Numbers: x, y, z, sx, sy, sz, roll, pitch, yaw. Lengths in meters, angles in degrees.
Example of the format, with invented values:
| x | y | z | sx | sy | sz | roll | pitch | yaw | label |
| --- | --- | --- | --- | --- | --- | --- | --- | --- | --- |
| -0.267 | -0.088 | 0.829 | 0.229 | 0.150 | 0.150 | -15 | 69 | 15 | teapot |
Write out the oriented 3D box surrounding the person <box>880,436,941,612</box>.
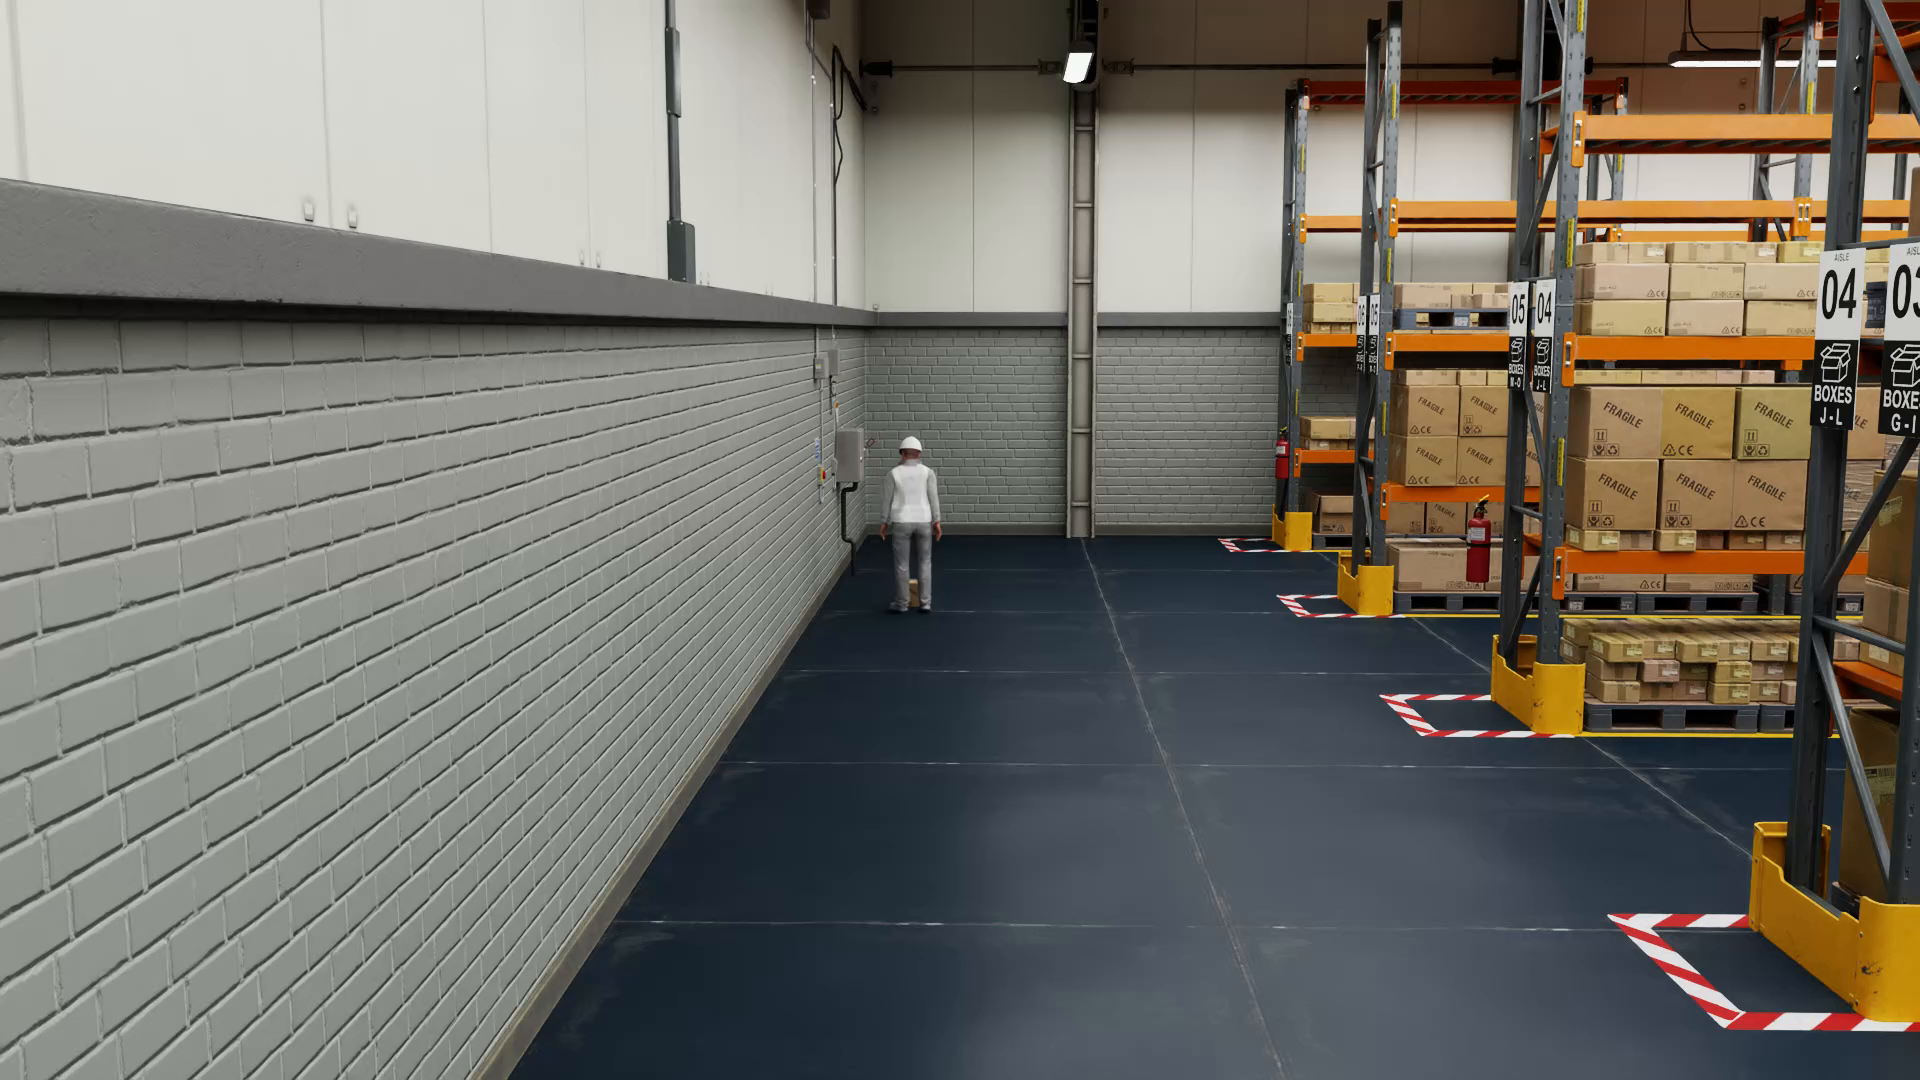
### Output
| x | y | z | sx | sy | sz | roll | pitch | yaw | label |
| --- | --- | --- | --- | --- | --- | --- | --- | --- | --- |
| -0.506 | -0.155 | 16.806 | 0.598 | 1.791 | 0.448 | -1 | 7 | -8 | person |
